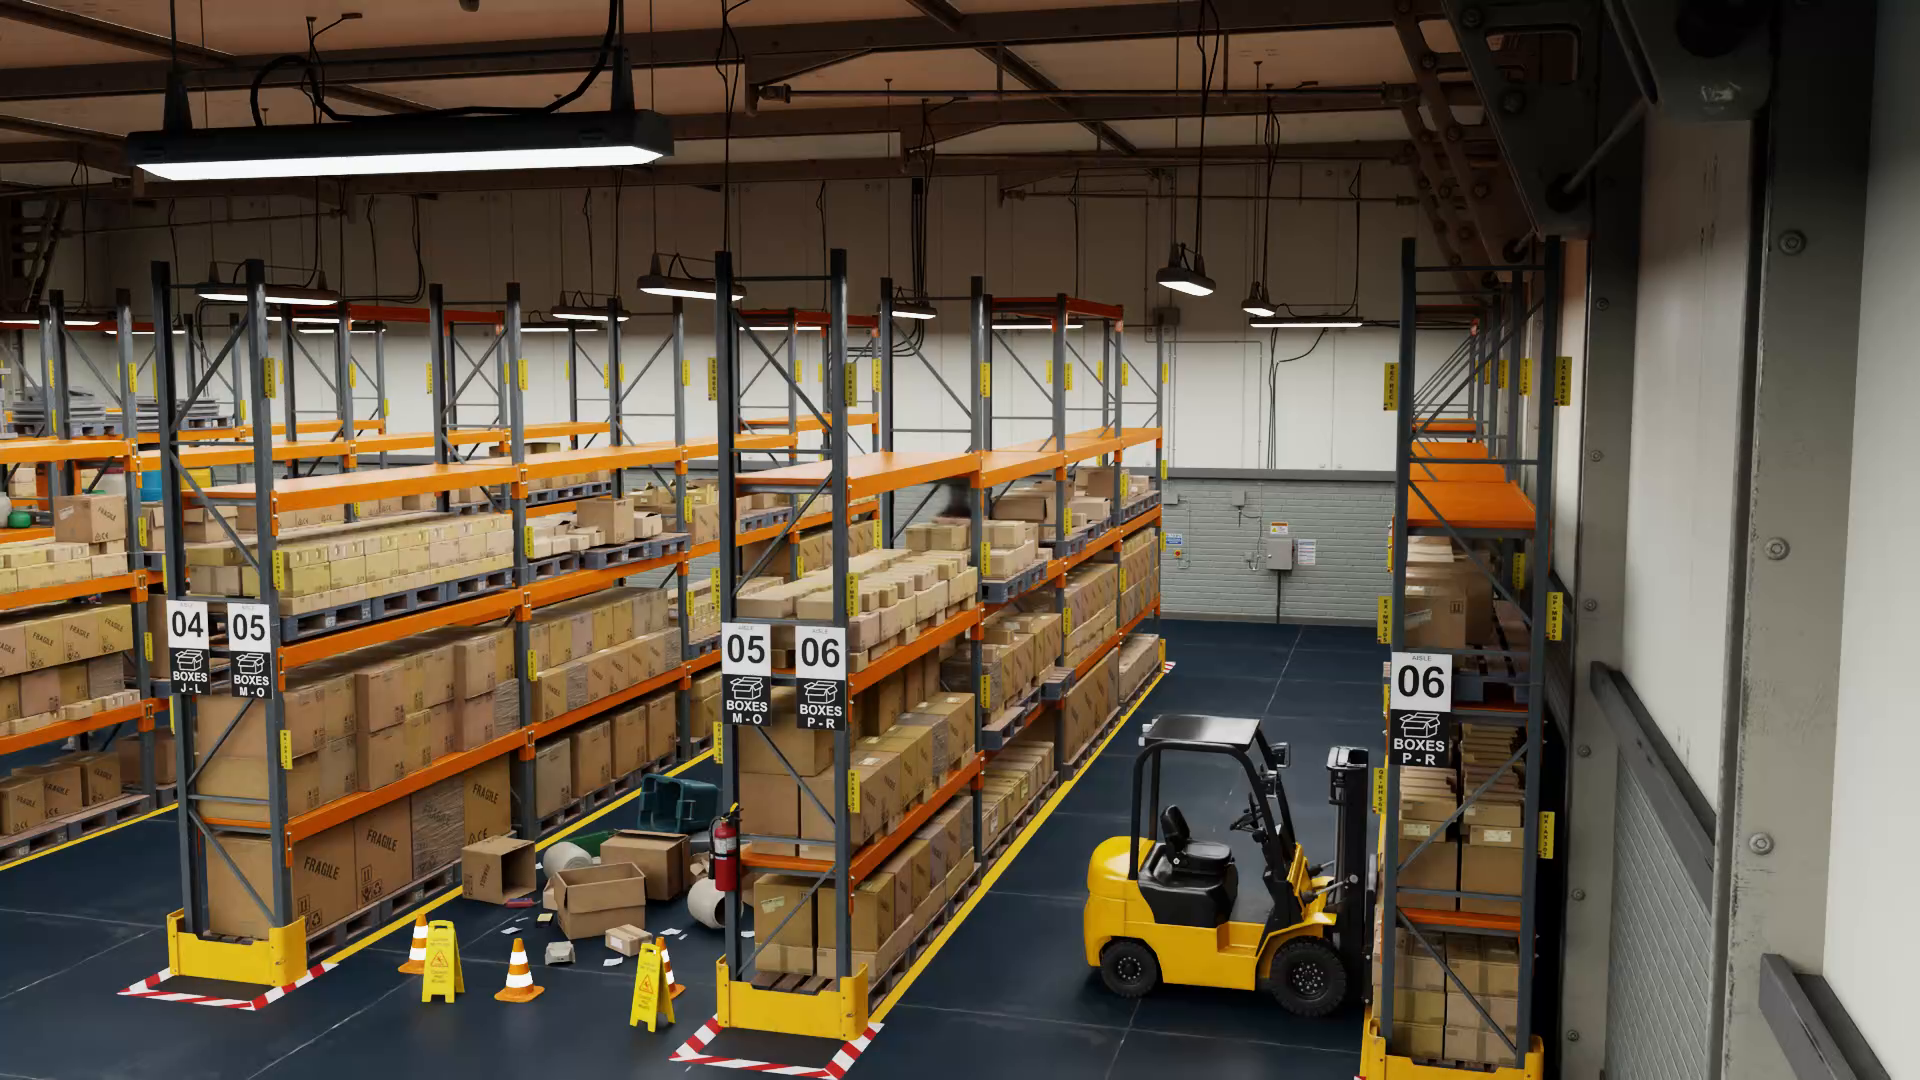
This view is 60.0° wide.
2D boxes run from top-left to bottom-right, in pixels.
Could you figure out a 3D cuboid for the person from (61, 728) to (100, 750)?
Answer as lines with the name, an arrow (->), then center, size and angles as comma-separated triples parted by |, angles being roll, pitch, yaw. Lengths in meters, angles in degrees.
person -> -11.962, 1.983, 22.544 | 0.465, 1.622, 0.978 | 1, 6, 9
